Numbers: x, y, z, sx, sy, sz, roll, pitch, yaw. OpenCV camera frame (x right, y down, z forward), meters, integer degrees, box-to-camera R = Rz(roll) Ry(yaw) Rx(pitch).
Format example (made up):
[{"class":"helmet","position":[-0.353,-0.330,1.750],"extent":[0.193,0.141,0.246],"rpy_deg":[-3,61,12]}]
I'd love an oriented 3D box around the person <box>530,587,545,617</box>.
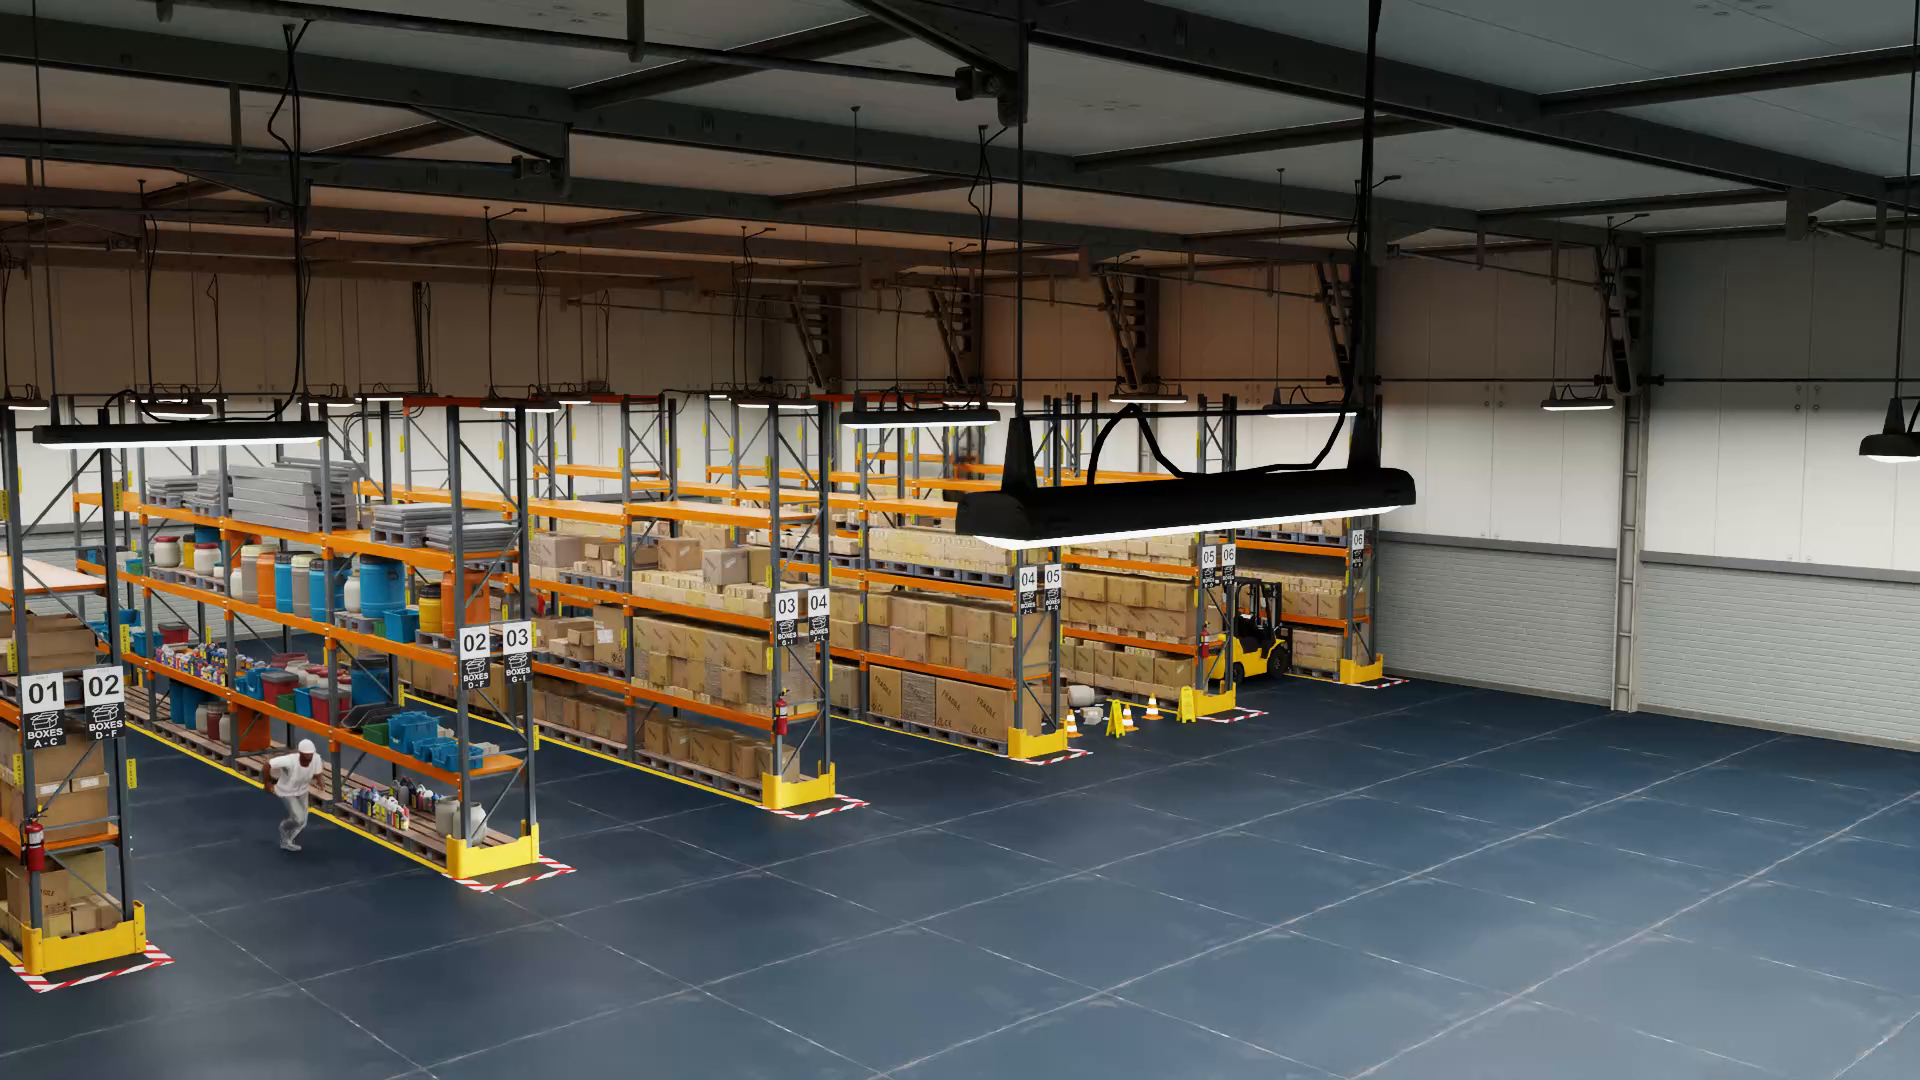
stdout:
[{"class":"person","position":[-9.648,1.853,37.702],"extent":[0.660,1.672,0.627],"rpy_deg":[-5,8,-43]}]

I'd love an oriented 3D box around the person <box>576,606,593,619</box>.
[{"class":"person","position":[-9.278,1.531,40.975],"extent":[0.825,1.753,0.743],"rpy_deg":[0,6,3]}]

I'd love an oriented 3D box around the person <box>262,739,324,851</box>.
[{"class":"person","position":[-8.854,3.409,22.124],"extent":[0.830,1.577,0.734],"rpy_deg":[4,7,35]}]
